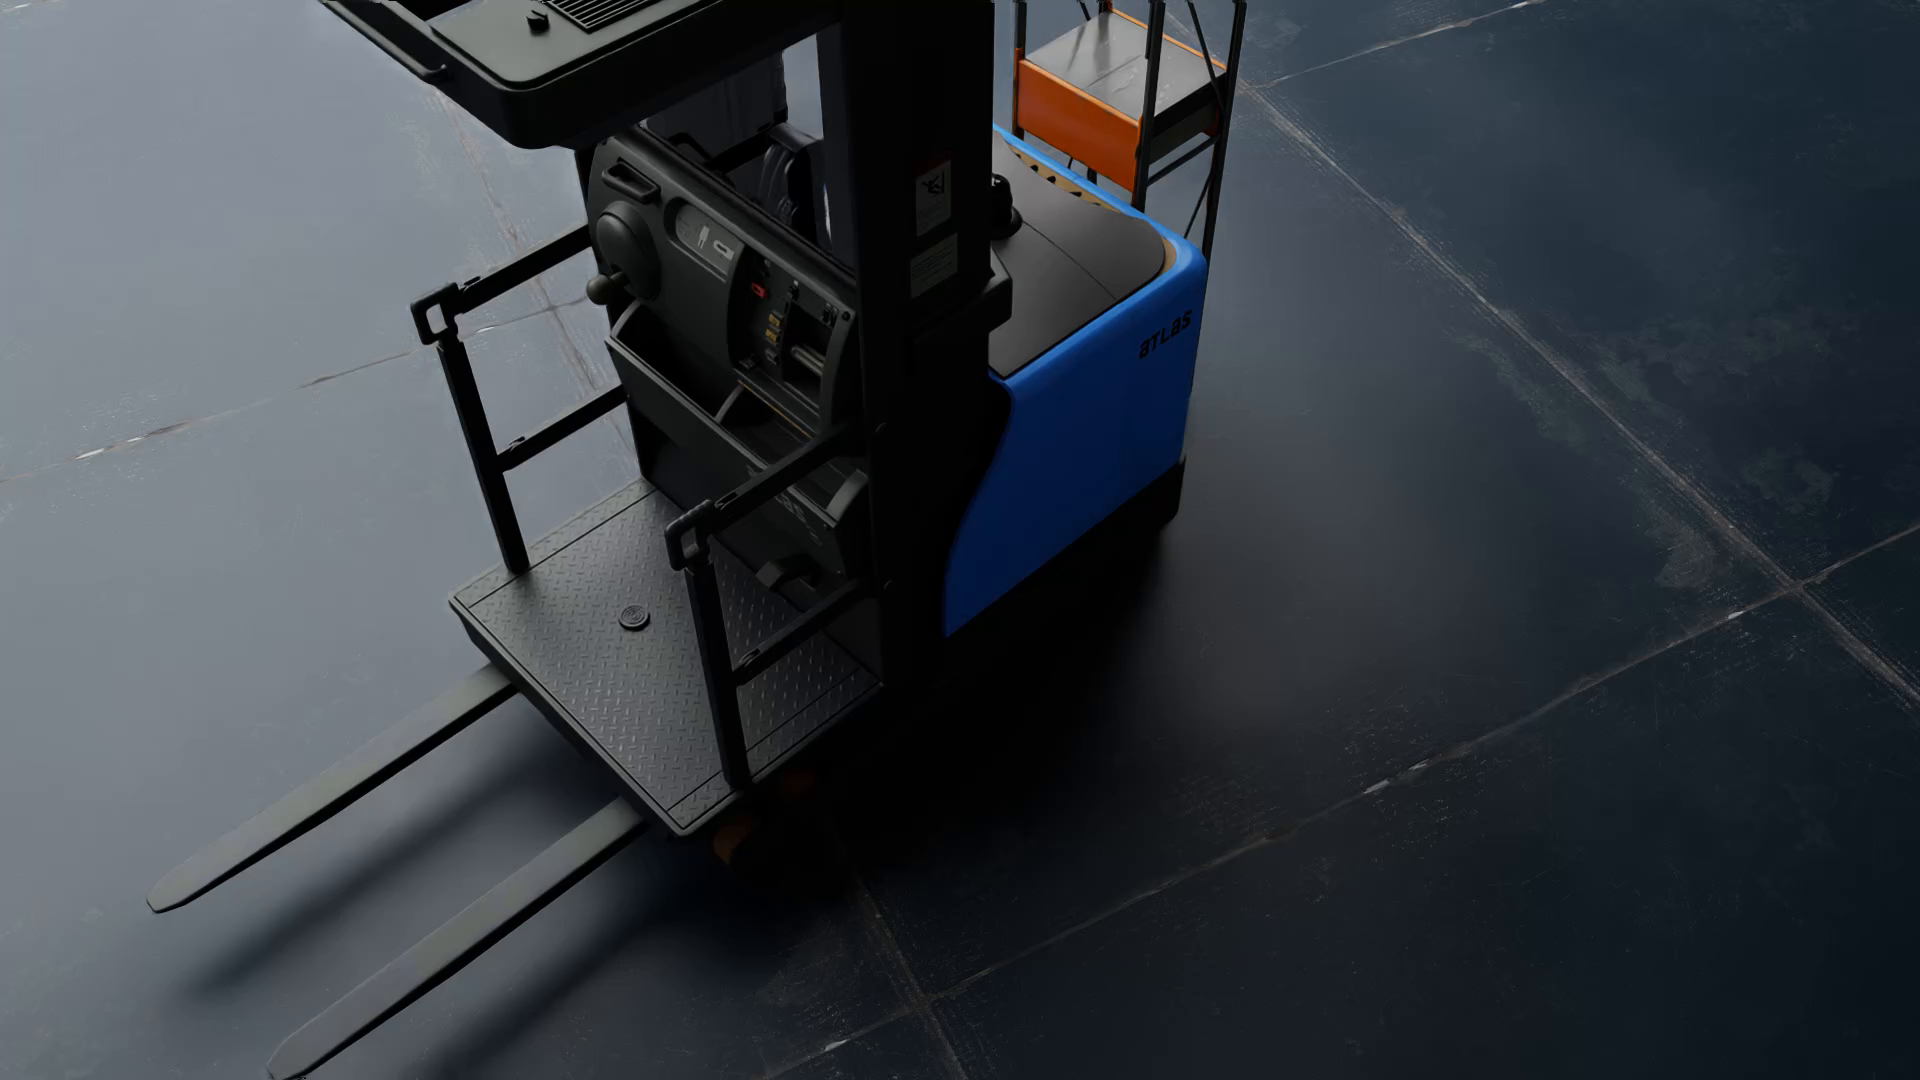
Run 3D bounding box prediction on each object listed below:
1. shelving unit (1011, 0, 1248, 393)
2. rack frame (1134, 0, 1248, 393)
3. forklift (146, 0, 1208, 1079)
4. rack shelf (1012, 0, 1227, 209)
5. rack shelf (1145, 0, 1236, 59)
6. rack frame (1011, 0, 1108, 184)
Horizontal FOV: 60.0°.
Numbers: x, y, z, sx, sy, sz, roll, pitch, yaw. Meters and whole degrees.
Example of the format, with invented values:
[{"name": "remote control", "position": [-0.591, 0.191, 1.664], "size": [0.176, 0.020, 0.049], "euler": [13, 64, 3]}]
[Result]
[{"name": "shelving unit", "position": [0.473, -1.226, 4.927], "size": [0.431, 2.100, 0.503], "euler": [-37, 58, -28]}, {"name": "rack frame", "position": [0.644, -1.096, 4.813], "size": [0.400, 2.100, 0.015], "euler": [-37, 58, -28]}, {"name": "forklift", "position": [-0.720, -0.528, 3.765], "size": [3.031, 2.935, 1.130], "euler": [-36, 58, -27]}, {"name": "rack shelf", "position": [0.473, -1.217, 4.938], "size": [0.431, 0.518, 0.480], "euler": [-37, 58, -28]}, {"name": "rack shelf", "position": [0.473, -1.678, 4.411], "size": [0.431, 0.518, 0.480], "euler": [-37, 58, -28]}, {"name": "rack frame", "position": [0.301, -1.357, 5.042], "size": [0.400, 2.100, 0.015], "euler": [-37, 58, -28]}]
